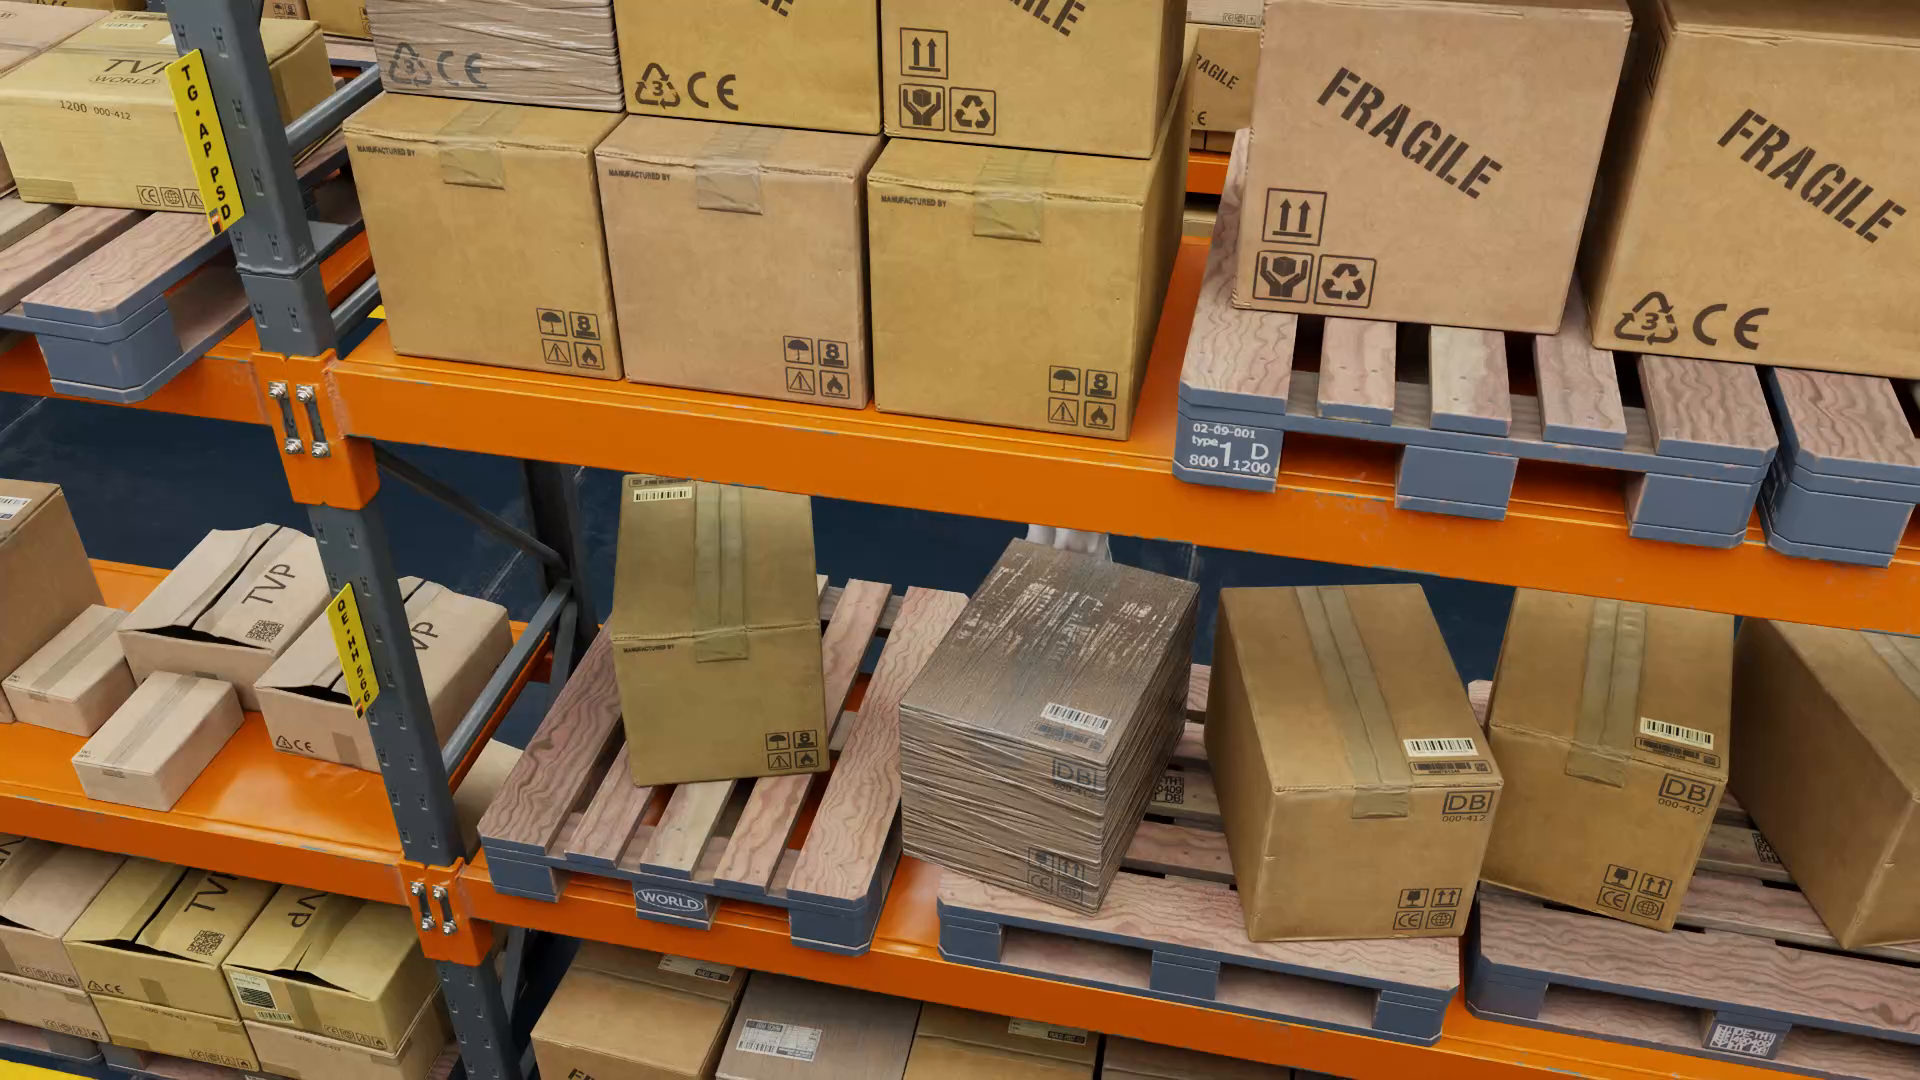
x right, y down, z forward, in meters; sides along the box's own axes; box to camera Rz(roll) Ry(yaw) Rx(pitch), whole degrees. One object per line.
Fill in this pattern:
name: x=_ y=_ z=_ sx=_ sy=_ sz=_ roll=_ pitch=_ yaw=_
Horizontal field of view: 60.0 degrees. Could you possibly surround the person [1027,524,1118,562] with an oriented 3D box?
person: x=0.442 y=0.207 z=5.877 sx=0.425 sy=1.773 sz=0.652 roll=5 pitch=36 yaw=7
